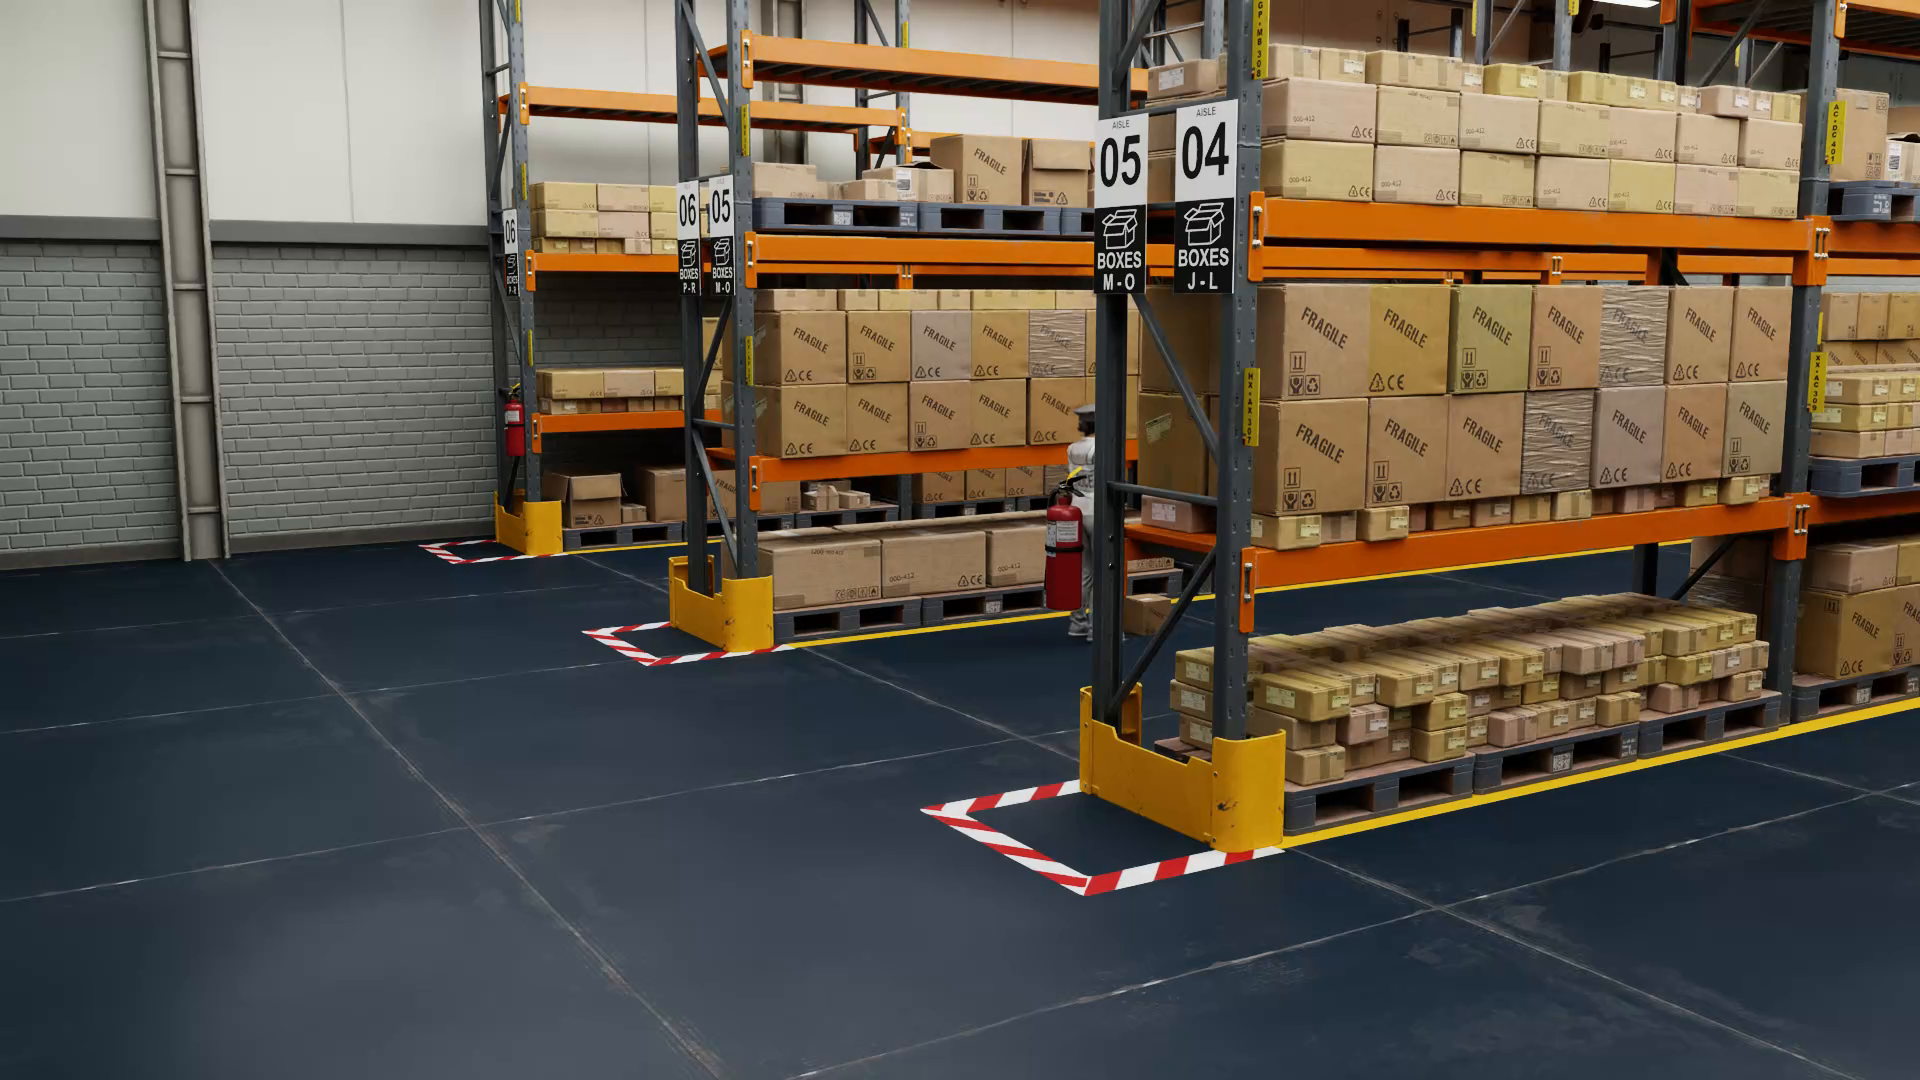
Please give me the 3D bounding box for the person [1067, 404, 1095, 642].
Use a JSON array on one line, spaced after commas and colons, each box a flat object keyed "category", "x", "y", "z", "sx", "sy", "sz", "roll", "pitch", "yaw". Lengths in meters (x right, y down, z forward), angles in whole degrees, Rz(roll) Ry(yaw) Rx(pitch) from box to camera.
[{"category": "person", "x": 0.948, "y": -0.122, "z": 11.689, "sx": 0.329, "sy": 1.663, "sz": 0.468, "roll": -5, "pitch": 10, "yaw": -30}]
